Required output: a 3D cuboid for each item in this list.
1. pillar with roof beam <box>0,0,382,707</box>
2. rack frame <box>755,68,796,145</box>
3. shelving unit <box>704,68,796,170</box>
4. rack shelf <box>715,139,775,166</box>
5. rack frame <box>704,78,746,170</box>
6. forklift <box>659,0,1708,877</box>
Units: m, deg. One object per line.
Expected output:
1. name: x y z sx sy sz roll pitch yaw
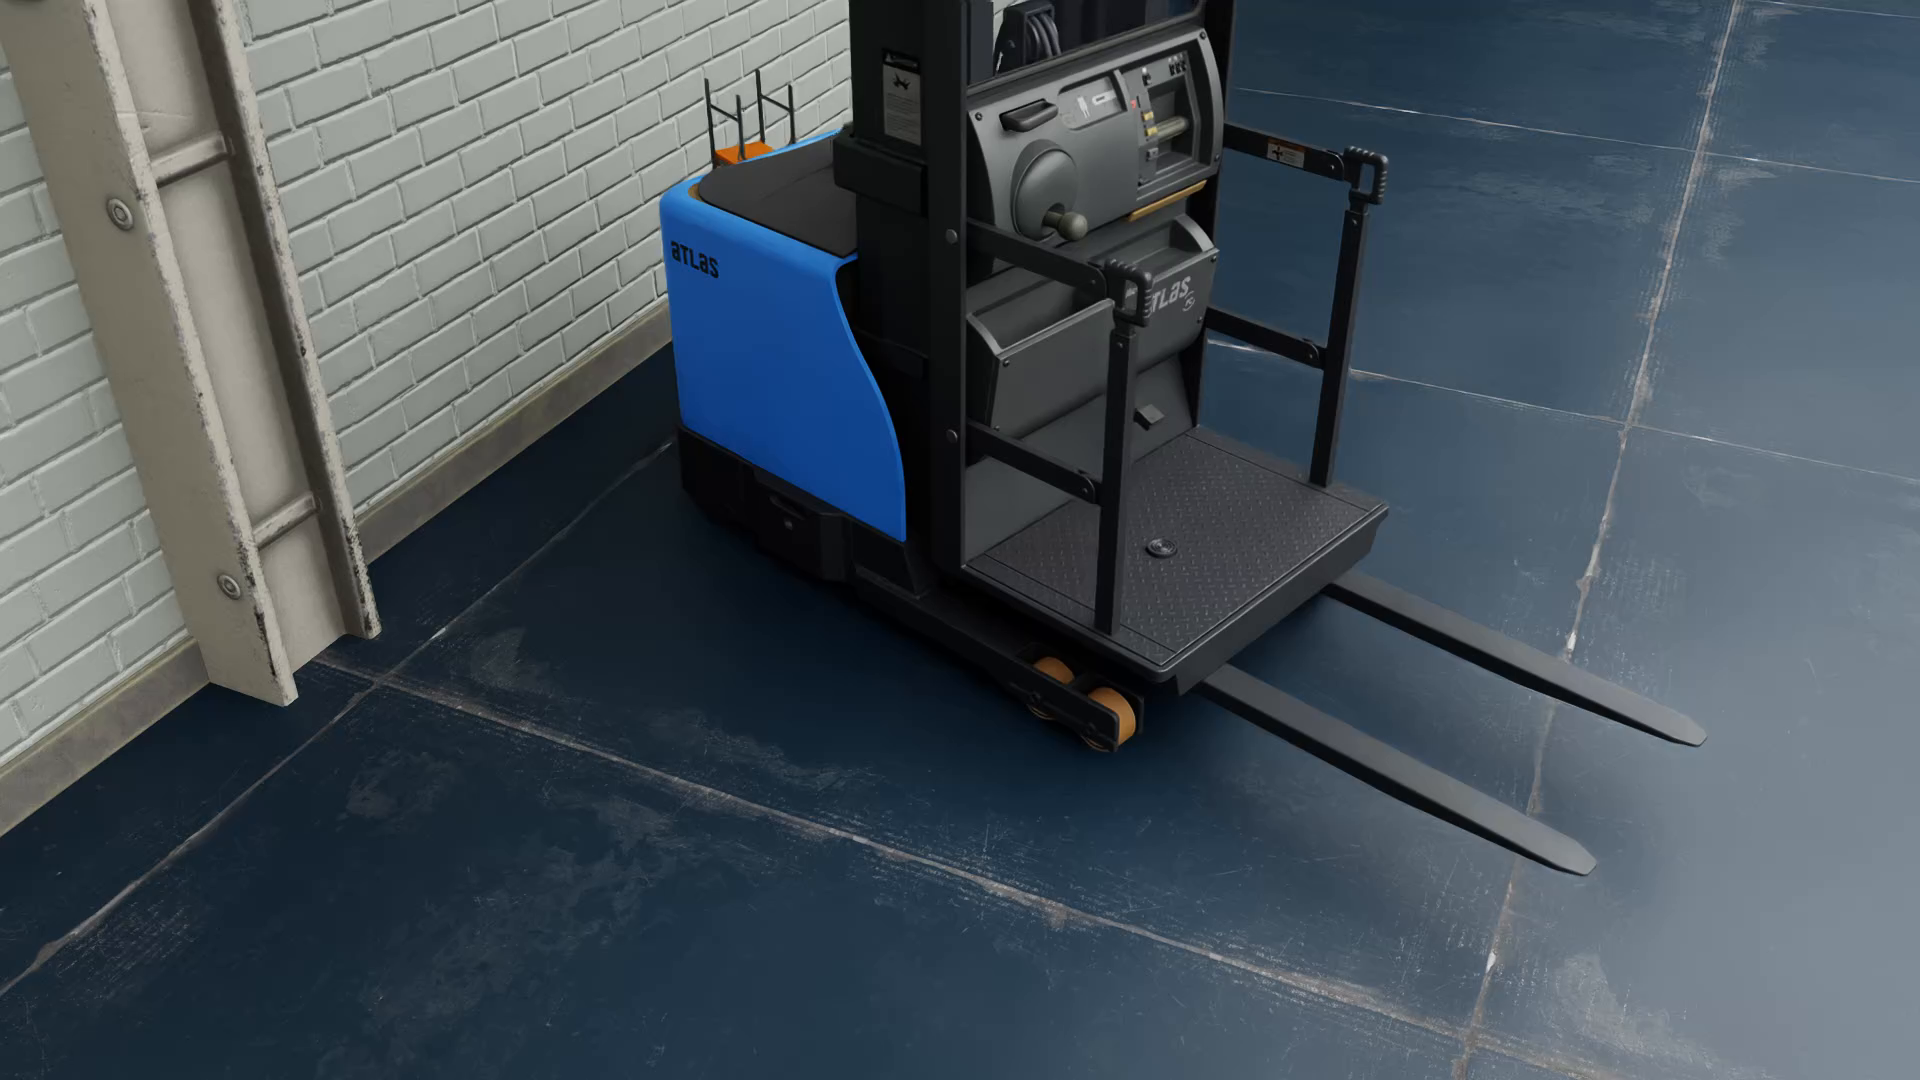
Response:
1. pillar with roof beam: 2.005 -2.452 0.783 9.100 9.000 0.400 14 36 20
2. rack frame: -0.588 -0.967 5.623 0.006 1.200 0.240 -20 36 -28
3. shelving unit: -0.664 -0.940 5.580 0.189 1.200 0.258 -20 36 -28
4. rack shelf: -0.668 -1.208 5.415 0.180 0.103 0.258 -20 36 -28
5. rack frame: -0.740 -0.912 5.537 0.006 1.200 0.240 -20 36 -28
6. forklift: 0.519 -0.992 4.090 3.031 2.935 1.130 27 42 35
